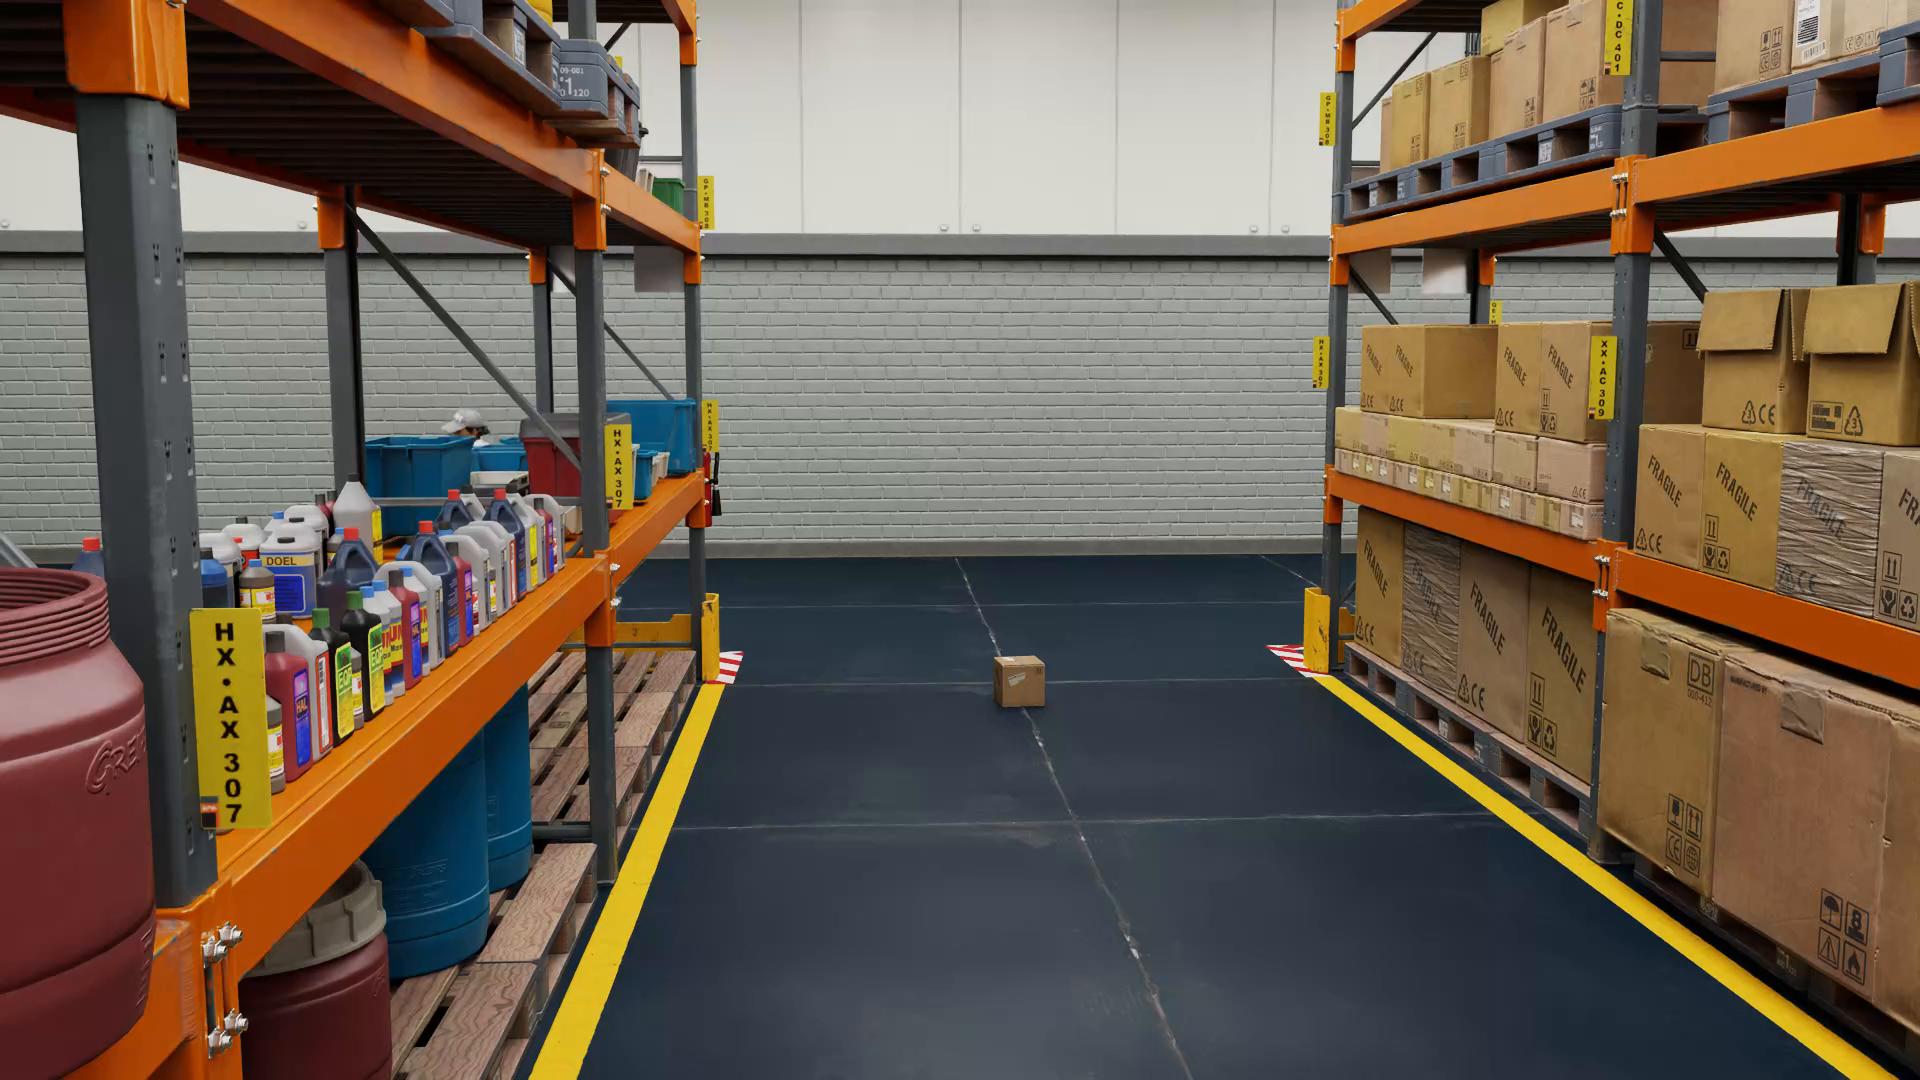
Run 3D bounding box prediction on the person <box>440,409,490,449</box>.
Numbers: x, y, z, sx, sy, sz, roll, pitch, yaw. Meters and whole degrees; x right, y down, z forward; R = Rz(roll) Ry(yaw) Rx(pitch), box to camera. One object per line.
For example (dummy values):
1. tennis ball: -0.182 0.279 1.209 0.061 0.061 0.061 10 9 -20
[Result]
1. person: -3.231 -0.091 11.403 0.723 1.628 0.524 -3 8 -23
